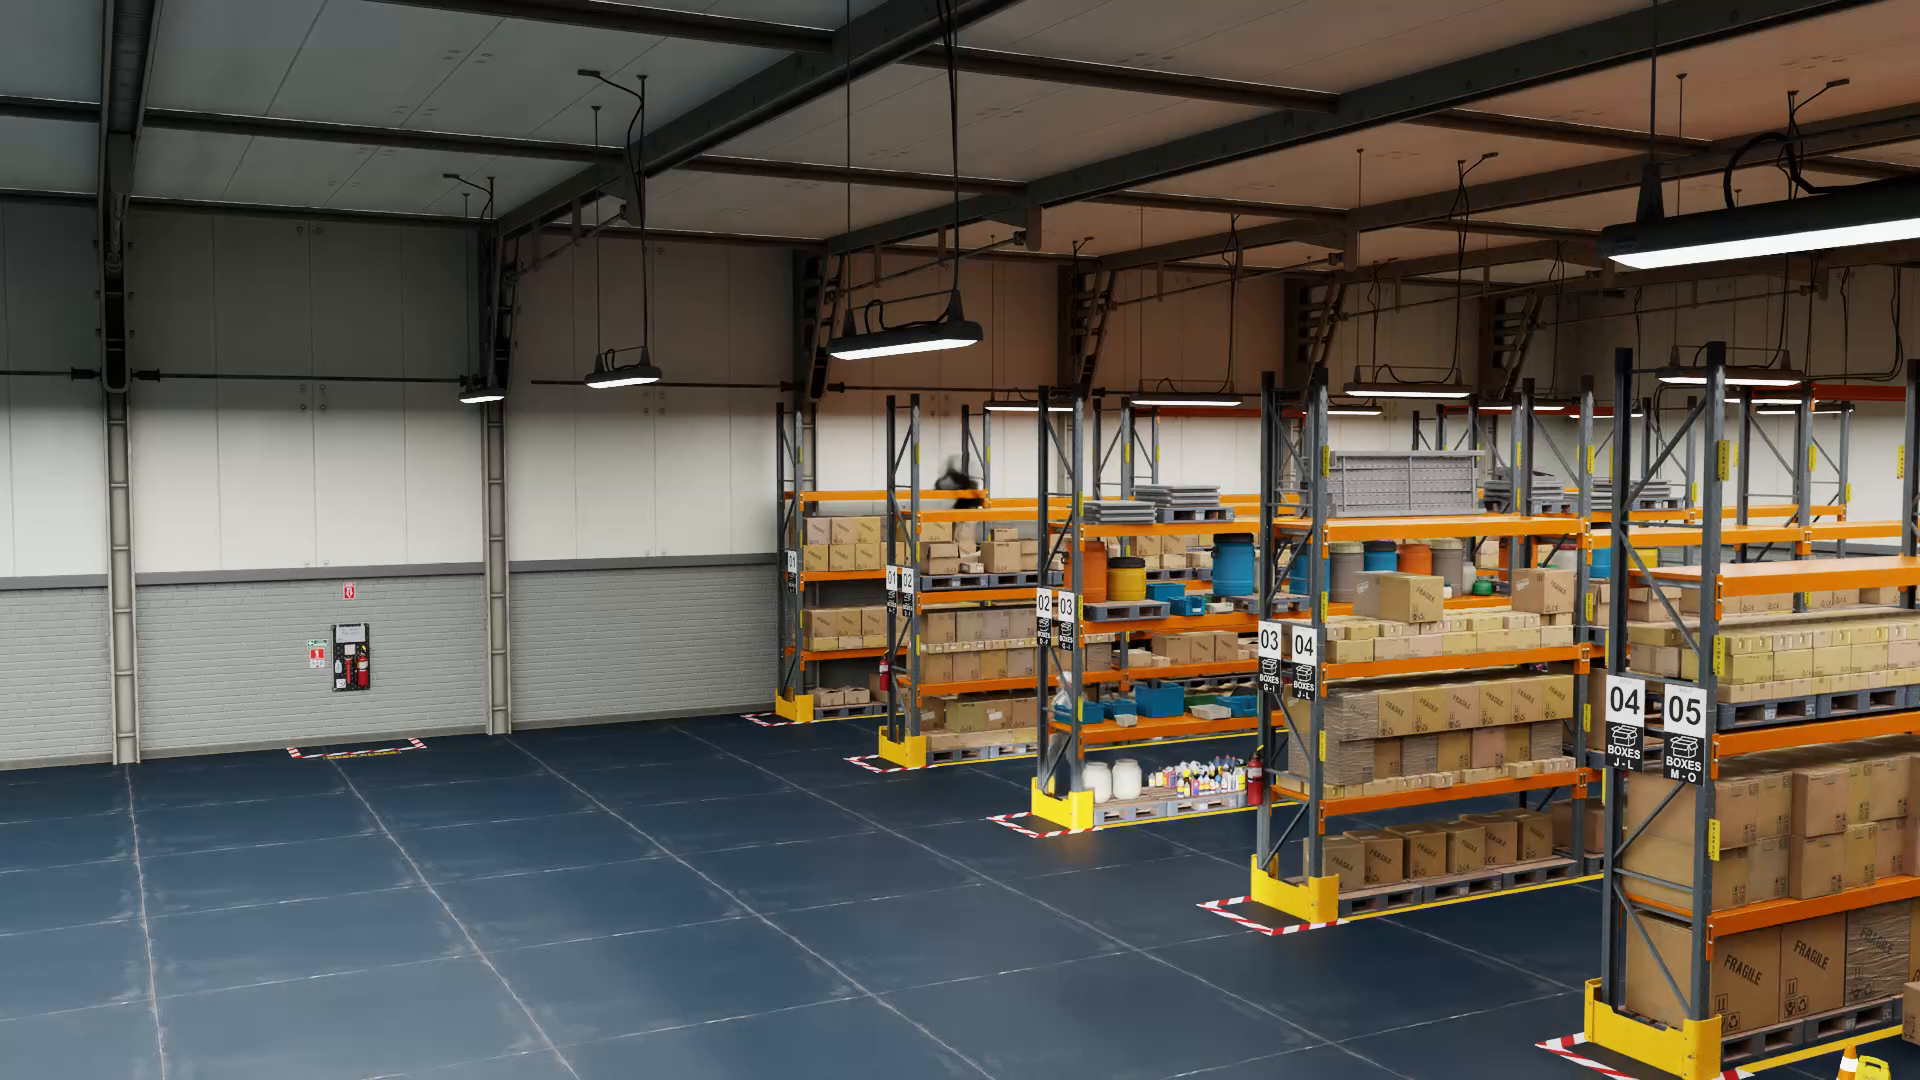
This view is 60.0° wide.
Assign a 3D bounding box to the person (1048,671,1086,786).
[{"bbox_3d":[1.569,2.871,24.863,0.791,1.828,0.633,-2,4,-28],"label":"person"}]

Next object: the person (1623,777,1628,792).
[{"bbox_3d":[10.143,2.863,25.032,0.948,1.801,0.712,-2,4,-31],"label":"person"}]
